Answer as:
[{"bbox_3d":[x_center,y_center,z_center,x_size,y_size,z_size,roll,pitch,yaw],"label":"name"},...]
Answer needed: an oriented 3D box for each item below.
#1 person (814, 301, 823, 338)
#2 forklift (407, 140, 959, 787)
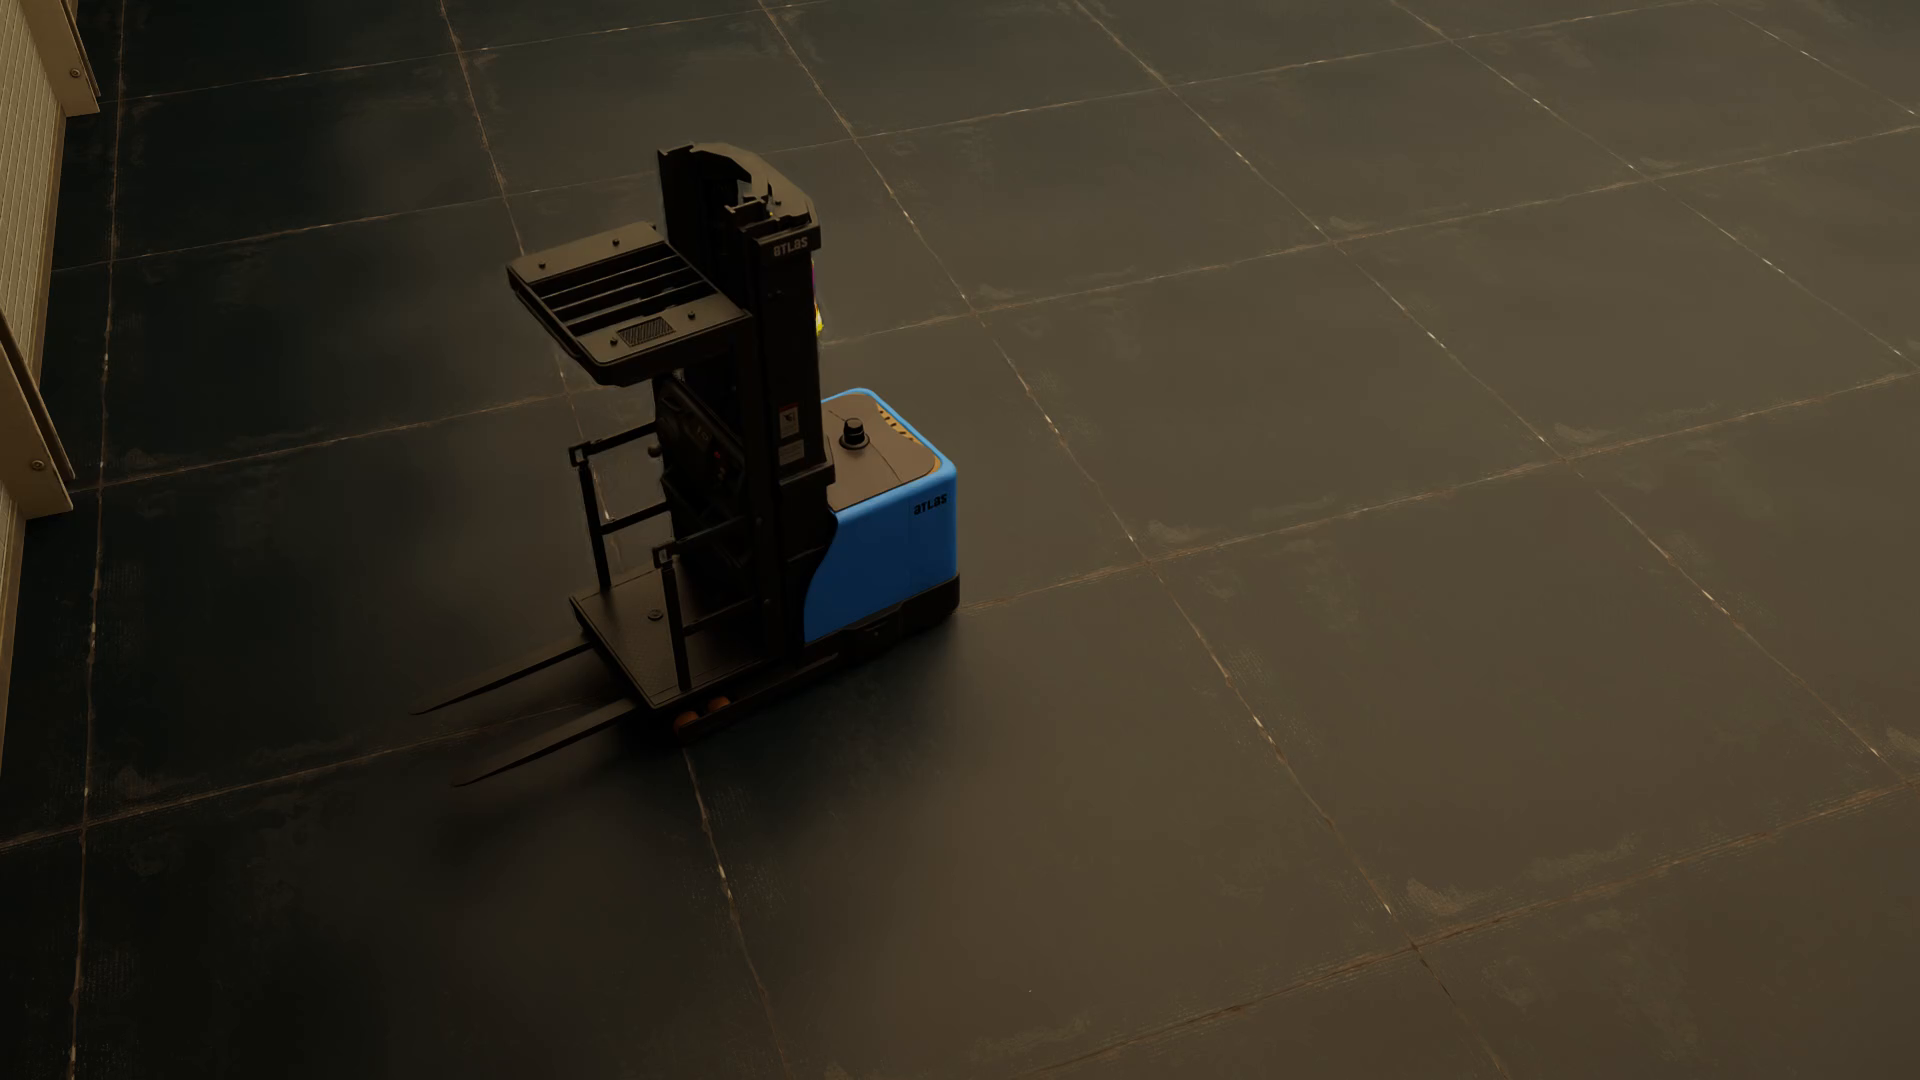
[{"bbox_3d":[-1.164,-1.418,10.792,0.547,1.705,1.194,-10,41,-11],"label":"person"},{"bbox_3d":[-1.509,-0.423,8.500,3.031,2.935,1.130,-24,45,-25],"label":"forklift"}]
